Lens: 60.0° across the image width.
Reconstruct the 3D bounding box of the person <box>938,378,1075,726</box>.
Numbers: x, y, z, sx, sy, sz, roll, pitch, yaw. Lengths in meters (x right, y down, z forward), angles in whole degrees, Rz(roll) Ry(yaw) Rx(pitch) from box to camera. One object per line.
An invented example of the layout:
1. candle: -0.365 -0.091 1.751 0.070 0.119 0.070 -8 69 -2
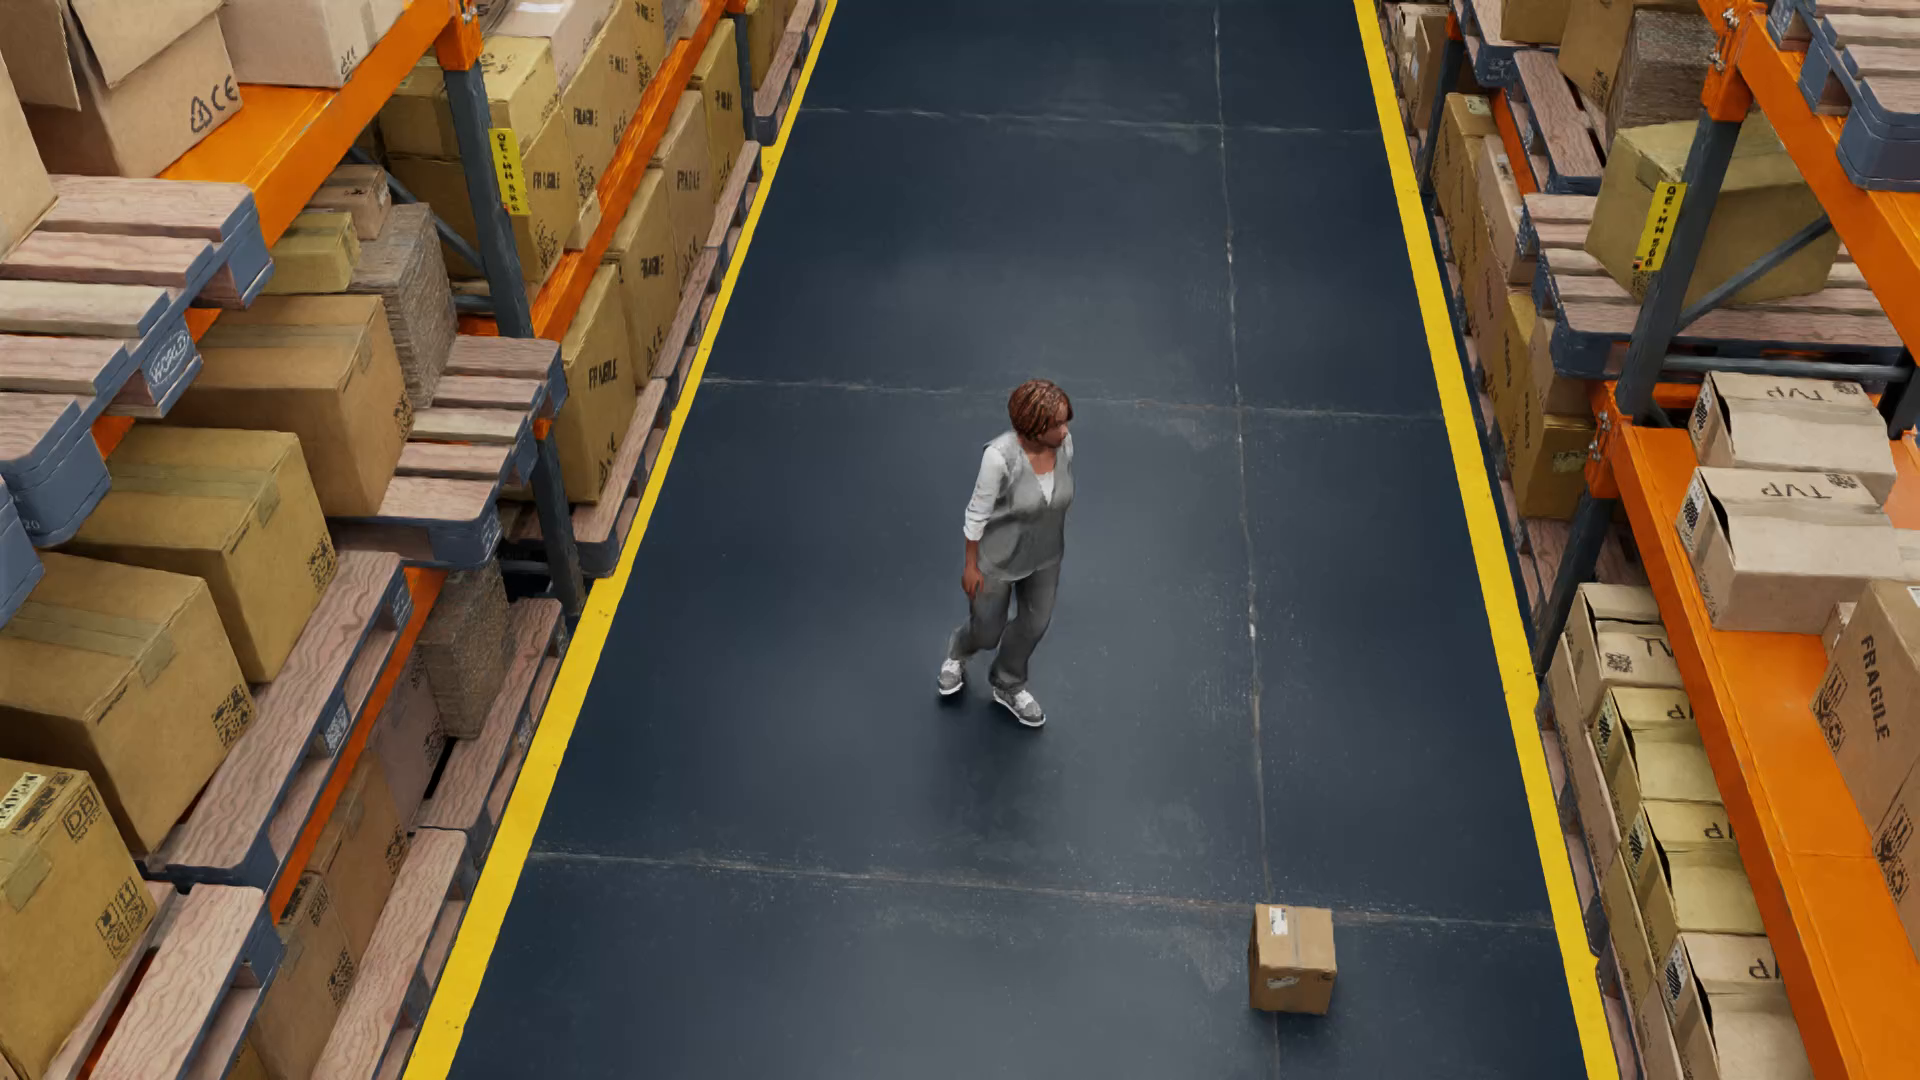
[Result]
1. person: 0.164 0.021 6.142 0.471 1.587 0.499 -21 45 -23
